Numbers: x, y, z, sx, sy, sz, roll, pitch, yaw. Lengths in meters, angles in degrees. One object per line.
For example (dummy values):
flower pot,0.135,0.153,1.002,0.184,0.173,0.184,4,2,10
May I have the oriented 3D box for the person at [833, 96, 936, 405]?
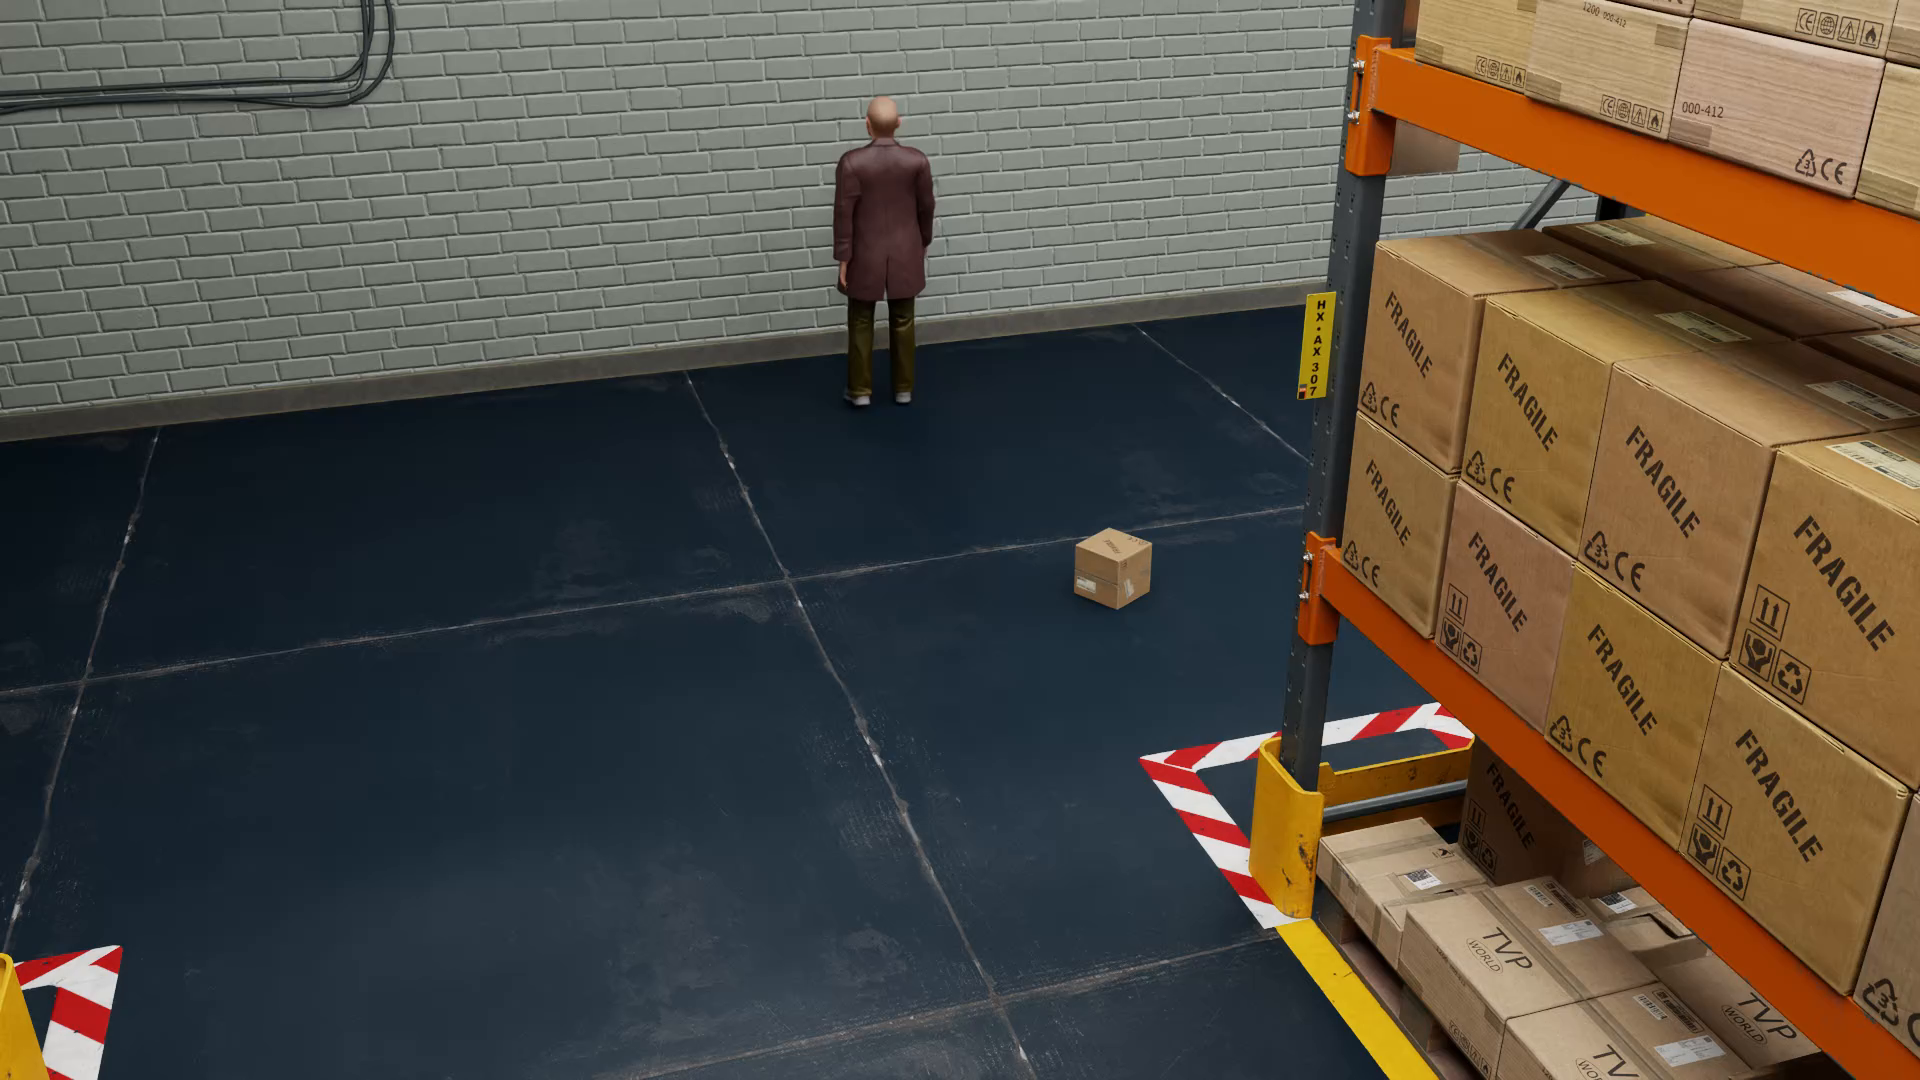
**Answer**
person,-0.442,-1.626,9.460,0.590,1.812,0.486,-5,26,-9
